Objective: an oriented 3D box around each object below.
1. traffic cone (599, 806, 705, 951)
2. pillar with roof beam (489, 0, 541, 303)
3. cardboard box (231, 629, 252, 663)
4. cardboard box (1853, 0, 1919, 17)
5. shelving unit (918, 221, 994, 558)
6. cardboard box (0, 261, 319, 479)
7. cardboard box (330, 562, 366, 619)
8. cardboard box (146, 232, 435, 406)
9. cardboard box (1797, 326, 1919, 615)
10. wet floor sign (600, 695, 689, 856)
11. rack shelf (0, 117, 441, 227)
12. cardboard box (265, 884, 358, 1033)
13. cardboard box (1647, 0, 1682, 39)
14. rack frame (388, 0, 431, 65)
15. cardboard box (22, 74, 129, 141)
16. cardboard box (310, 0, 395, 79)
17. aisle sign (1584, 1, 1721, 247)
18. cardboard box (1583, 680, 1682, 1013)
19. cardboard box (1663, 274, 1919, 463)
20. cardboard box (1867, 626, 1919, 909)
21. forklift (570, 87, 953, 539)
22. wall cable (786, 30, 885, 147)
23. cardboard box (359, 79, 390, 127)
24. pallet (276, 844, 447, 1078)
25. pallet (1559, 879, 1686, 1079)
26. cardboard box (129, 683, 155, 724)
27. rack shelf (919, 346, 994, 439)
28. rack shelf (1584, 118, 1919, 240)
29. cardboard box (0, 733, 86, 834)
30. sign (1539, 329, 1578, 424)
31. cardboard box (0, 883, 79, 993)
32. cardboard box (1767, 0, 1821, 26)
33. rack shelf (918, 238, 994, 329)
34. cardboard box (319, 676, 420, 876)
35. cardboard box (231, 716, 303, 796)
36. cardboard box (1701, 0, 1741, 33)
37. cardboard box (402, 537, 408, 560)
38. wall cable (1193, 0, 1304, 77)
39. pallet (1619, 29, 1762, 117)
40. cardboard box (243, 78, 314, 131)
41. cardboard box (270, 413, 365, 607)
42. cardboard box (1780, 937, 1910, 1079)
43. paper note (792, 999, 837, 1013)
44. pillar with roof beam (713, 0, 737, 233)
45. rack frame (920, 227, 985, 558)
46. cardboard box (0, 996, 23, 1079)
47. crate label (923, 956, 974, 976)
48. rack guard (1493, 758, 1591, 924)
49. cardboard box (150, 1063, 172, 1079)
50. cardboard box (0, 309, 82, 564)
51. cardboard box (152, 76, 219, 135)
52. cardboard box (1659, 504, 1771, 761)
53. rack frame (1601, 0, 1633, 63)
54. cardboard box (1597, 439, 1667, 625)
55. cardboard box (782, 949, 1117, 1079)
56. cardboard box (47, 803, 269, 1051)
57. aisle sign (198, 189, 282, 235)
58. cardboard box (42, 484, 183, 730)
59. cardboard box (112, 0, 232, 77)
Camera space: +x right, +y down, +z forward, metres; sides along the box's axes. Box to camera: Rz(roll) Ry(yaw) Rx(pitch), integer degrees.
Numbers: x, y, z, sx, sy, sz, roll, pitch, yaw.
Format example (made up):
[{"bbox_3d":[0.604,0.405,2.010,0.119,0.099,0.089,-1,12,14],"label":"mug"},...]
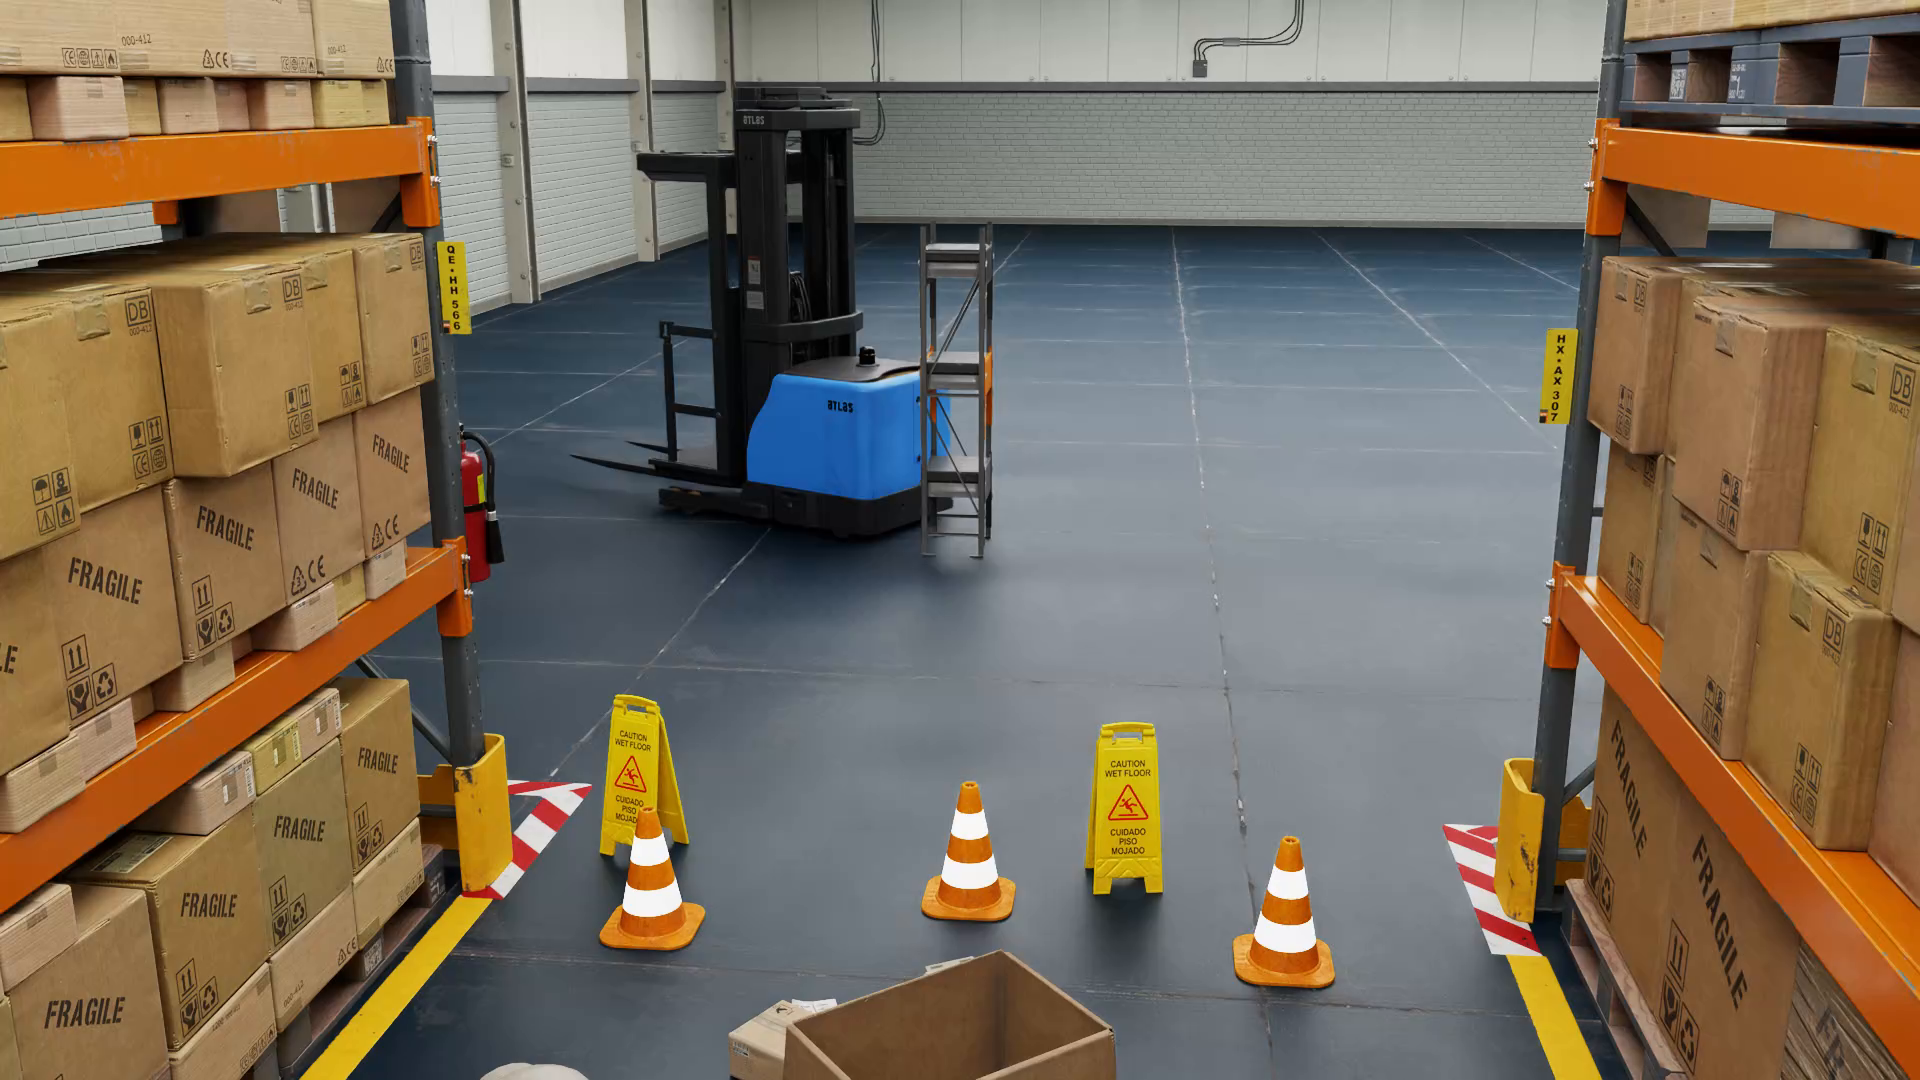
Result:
[{"bbox_3d":[-1.108,1.172,5.942,0.336,0.463,0.334,2,15,6],"label":"traffic cone"},{"bbox_3d":[-1.939,-7.631,22.144,9.100,9.000,0.400,2,15,6],"label":"pillar with roof beam"},{"bbox_3d":[-2.307,0.287,4.835,0.380,0.149,0.250,2,15,7],"label":"cardboard box"},{"bbox_3d":[2.032,-1.123,3.306,0.380,0.149,0.250,2,15,6],"label":"cardboard box"},{"bbox_3d":[-0.019,-0.971,10.729,0.431,2.100,0.503,2,15,6],"label":"shelving unit"},{"bbox_3d":[-2.202,-0.471,4.482,0.700,0.500,0.500,2,15,6],"label":"cardboard box"},{"bbox_3d":[-2.139,0.157,5.316,0.380,0.149,0.250,1,15,5],"label":"cardboard box"},{"bbox_3d":[-2.182,-0.738,5.467,0.700,0.500,0.500,1,15,5],"label":"cardboard box"},{"bbox_3d":[2.409,-0.153,3.627,0.875,0.550,0.500,2,15,6],"label":"cardboard box"},{"bbox_3d":[-1.256,0.917,6.536,0.267,0.644,0.232,7,17,25],"label":"wet floor sign"},{"bbox_3d":[-2.567,-0.784,3.947,1.077,0.370,4.000,2,15,6],"label":"rack shelf"},{"bbox_3d":[-2.231,1.274,5.167,0.500,0.250,0.500,2,15,6],"label":"cardboard box"},{"bbox_3d":[2.204,-1.515,4.756,0.380,0.149,0.250,2,15,7],"label":"cardboard box"},{"bbox_3d":[-2.341,-3.098,5.380,1.000,3.000,0.127,2,15,6],"label":"rack frame"},{"bbox_3d":[-2.232,-1.029,3.954,0.380,0.149,0.250,2,15,6],"label":"cardboard box"},{"bbox_3d":[-2.131,-1.581,5.232,0.500,0.250,0.500,2,15,6],"label":"cardboard box"},{"bbox_3d":[2.299,-1.365,5.483,0.394,0.787,0.004,2,15,6],"label":"aisle sign"},{"bbox_3d":[2.578,0.918,5.286,0.875,0.875,0.875,2,15,7],"label":"cardboard box"},{"bbox_3d":[2.538,-0.436,4.671,0.875,0.550,0.550,2,15,6],"label":"cardboard box"},{"bbox_3d":[2.385,0.506,3.255,0.875,0.550,0.550,2,15,6],"label":"cardboard box"},{"bbox_3d":[-1.552,-1.700,11.833,3.031,2.935,1.130,10,18,33],"label":"forklift"},{"bbox_3d":[-3.216,-10.096,37.210,3.097,2.526,0.112,2,15,6],"label":"wall cable"},{"bbox_3d":[-2.103,-1.428,5.432,0.380,0.149,0.250,2,15,7],"label":"cardboard box"},{"bbox_3d":[-2.476,1.373,5.679,1.003,0.211,1.213,2,15,6],"label":"pallet"},{"bbox_3d":[2.576,1.473,5.310,1.003,0.211,1.213,2,15,6],"label":"pallet"},{"bbox_3d":[-2.362,0.418,4.350,0.380,0.149,0.250,2,15,6],"label":"cardboard box"},{"bbox_3d":[-0.019,-0.957,10.733,0.431,0.518,0.480,2,15,6],"label":"rack shelf"},{"bbox_3d":[2.363,-0.665,3.505,1.077,0.370,4.000,2,15,6],"label":"rack shelf"},{"bbox_3d":[-2.284,0.553,3.853,0.380,0.149,0.250,2,15,7],"label":"cardboard box"},{"bbox_3d":[2.038,-0.557,5.664,0.100,0.325,0.005,2,15,6],"label":"sign"},{"bbox_3d":[-2.300,0.906,3.850,0.380,0.149,0.250,3,15,9],"label":"cardboard box"},{"bbox_3d":[2.089,-1.254,3.790,0.380,0.149,0.250,2,15,6],"label":"cardboard box"},{"bbox_3d":[-0.019,-1.633,10.550,0.431,0.518,0.480,2,15,6],"label":"rack shelf"},{"bbox_3d":[-2.172,0.776,5.573,0.500,0.500,0.500,2,15,7],"label":"cardboard box"},{"bbox_3d":[-2.178,0.625,4.888,0.380,0.149,0.250,2,15,7],"label":"cardboard box"},{"bbox_3d":[2.147,-1.384,4.273,0.380,0.149,0.250,2,15,7],"label":"cardboard box"},{"bbox_3d":[-2.171,0.022,5.814,0.380,0.149,0.250,2,15,8],"label":"cardboard box"},{"bbox_3d":[6.215,-12.953,35.311,2.305,6.003,0.169,2,15,6],"label":"wall cable"},{"bbox_3d":[2.516,-1.295,4.629,1.003,0.211,1.213,2,15,6],"label":"pallet"},{"bbox_3d":[-2.163,-1.295,4.939,0.380,0.149,0.250,2,15,8],"label":"cardboard box"},{"bbox_3d":[-2.189,-0.115,5.081,0.500,0.500,0.500,2,15,6],"label":"cardboard box"},{"bbox_3d":[2.376,1.383,3.568,0.875,0.875,0.875,2,15,7],"label":"cardboard box"},{"bbox_3d":[-0.470,1.535,5.427,0.148,0.019,0.142,-4,16,-13],"label":"paper note"},{"bbox_3d":[-0.585,-10.743,33.654,9.100,9.000,0.400,2,15,6],"label":"pillar with roof beam"},{"bbox_3d":[-0.046,-0.907,10.495,0.400,2.100,0.015,2,15,6],"label":"rack frame"},{"bbox_3d":[-2.409,1.314,3.584,0.500,0.500,0.500,2,15,9],"label":"cardboard box"},{"bbox_3d":[0.007,1.479,5.429,0.250,0.136,0.298,-6,16,-23],"label":"crate label"},{"bbox_3d":[2.592,1.118,6.071,1.175,0.500,0.348,2,15,6],"label":"rack guard"},{"bbox_3d":[-2.351,1.538,4.190,0.500,0.250,0.500,1,15,6],"label":"cardboard box"},{"bbox_3d":[-2.364,-0.208,3.509,0.700,0.500,0.500,1,15,5],"label":"cardboard box"},{"bbox_3d":[-2.238,-1.165,4.459,0.380,0.149,0.250,2,15,6],"label":"cardboard box"},{"bbox_3d":[2.364,0.227,4.287,0.875,0.550,0.550,2,15,6],"label":"cardboard box"},{"bbox_3d":[2.589,-2.979,4.938,1.000,3.000,0.127,2,15,6],"label":"rack frame"},{"bbox_3d":[2.592,-0.057,5.341,0.875,0.550,0.550,2,15,6],"label":"cardboard box"},{"bbox_3d":[-0.024,1.533,4.529,0.797,0.503,0.637,-10,18,-32],"label":"cardboard box"},{"bbox_3d":[-2.292,1.042,4.589,0.500,0.500,0.500,1,15,5],"label":"cardboard box"},{"bbox_3d":[-2.642,-1.482,5.917,0.394,0.787,0.004,2,15,6],"label":"aisle sign"},{"bbox_3d":[-2.325,0.145,4.118,0.500,0.500,0.500,2,15,7],"label":"cardboard box"},{"bbox_3d":[-2.243,-1.316,4.252,0.500,0.250,0.500,2,15,8],"label":"cardboard box"}]
